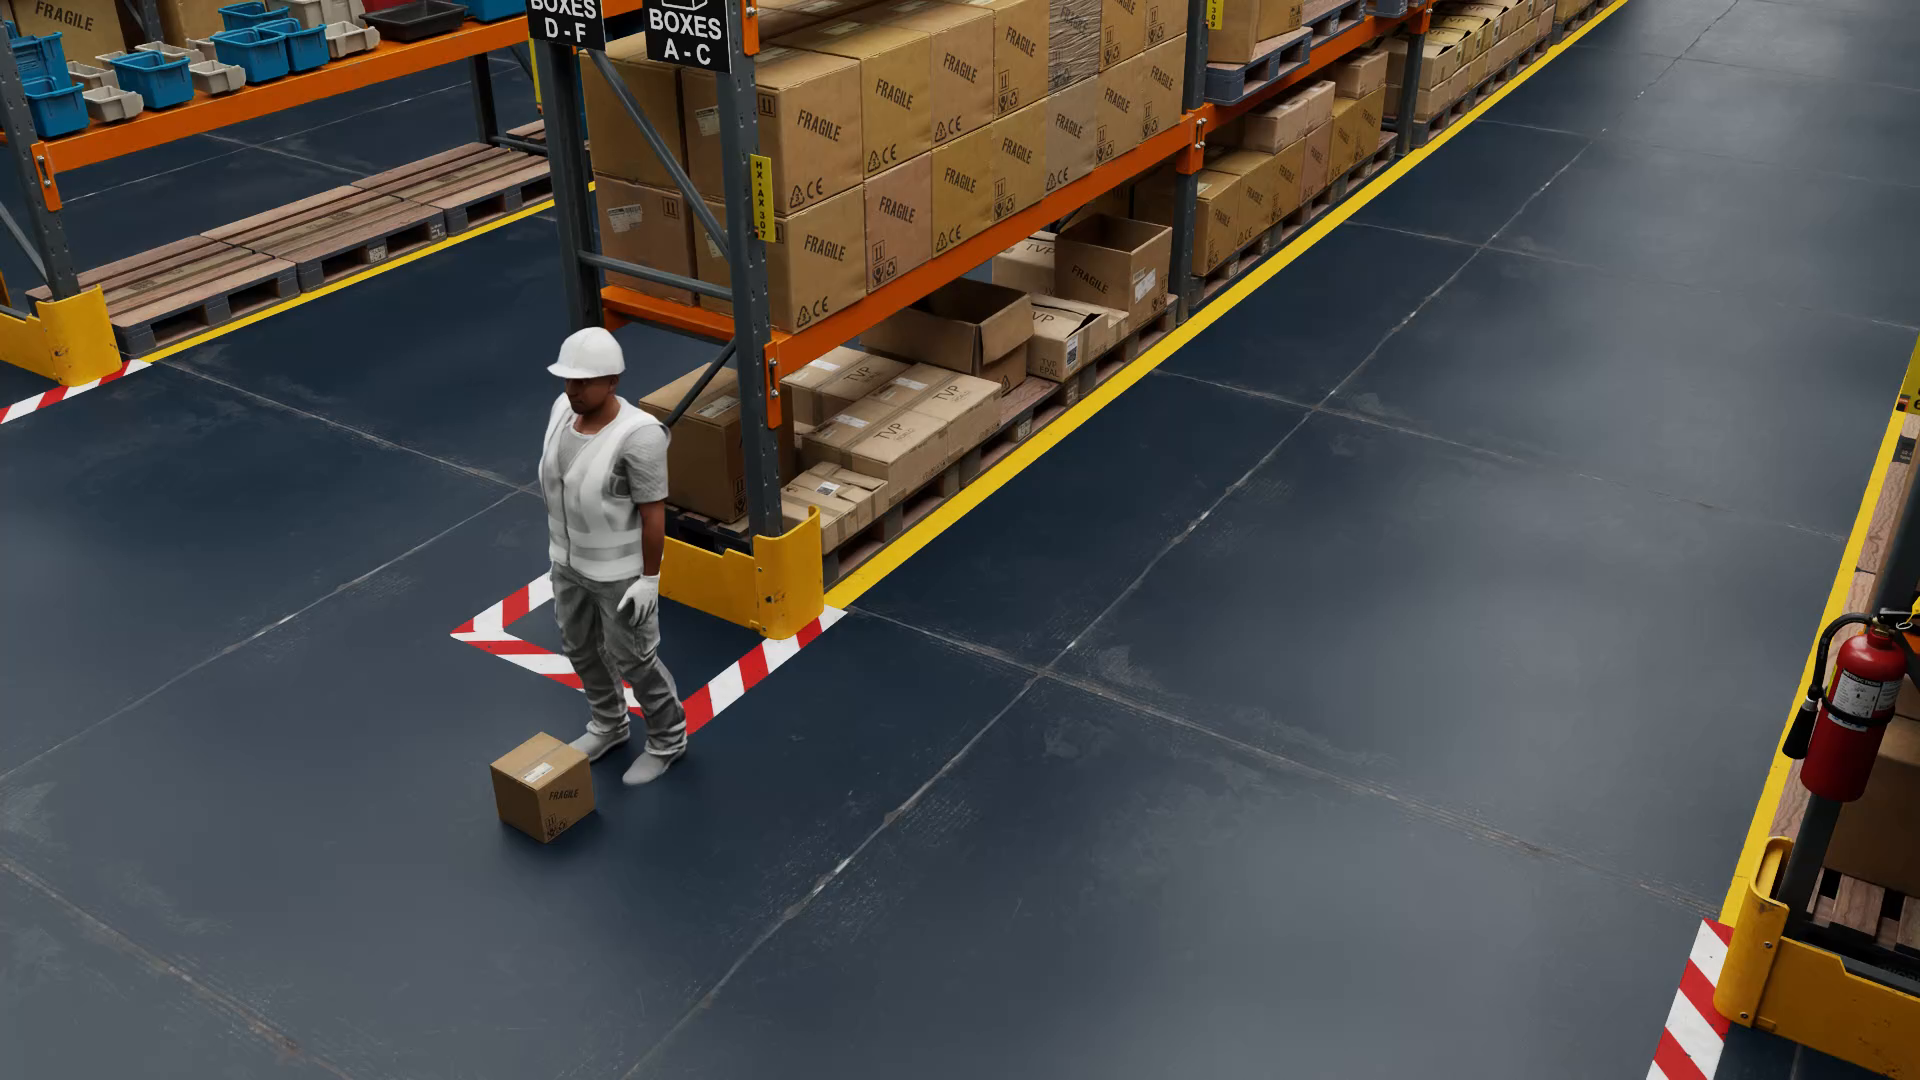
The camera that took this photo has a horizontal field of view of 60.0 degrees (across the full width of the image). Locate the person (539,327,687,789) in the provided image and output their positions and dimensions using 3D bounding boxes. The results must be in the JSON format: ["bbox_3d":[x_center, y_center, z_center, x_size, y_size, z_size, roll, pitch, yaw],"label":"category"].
[{"bbox_3d":[-1.271,0.089,5.982,0.549,1.795,0.393,21,36,32],"label":"person"}]
